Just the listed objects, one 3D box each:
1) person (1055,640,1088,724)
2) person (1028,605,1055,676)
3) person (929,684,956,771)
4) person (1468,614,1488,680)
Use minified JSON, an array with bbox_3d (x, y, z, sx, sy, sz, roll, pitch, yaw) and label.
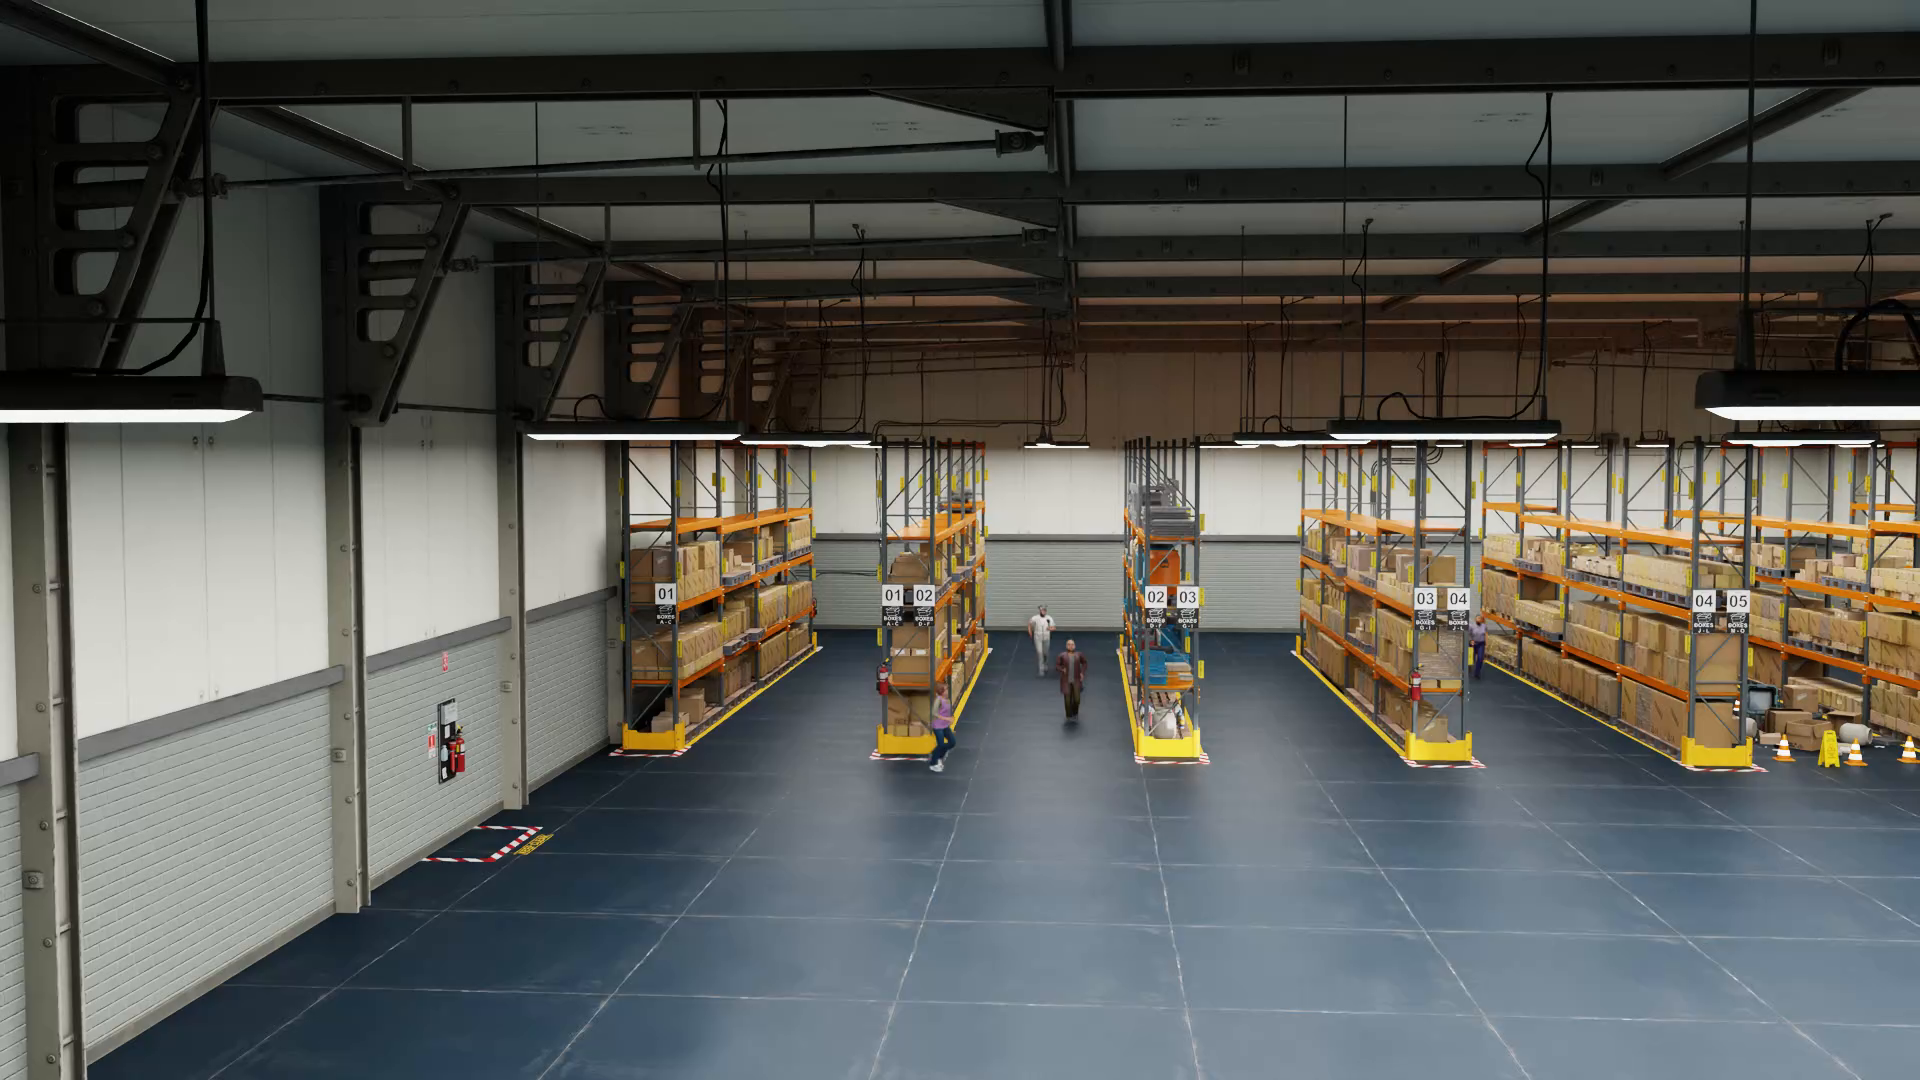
[{"bbox_3d":[2.339,2.982,34.839,0.692,1.772,0.684,0,3,1],"label":"person"},{"bbox_3d":[2.117,2.540,42.693,0.677,1.768,1.007,0,3,-7],"label":"person"},{"bbox_3d":[-0.303,3.346,29.685,0.564,1.567,0.546,2,3,28],"label":"person"},{"bbox_3d":[13.051,2.685,42.020,0.630,1.634,0.773,0,3,-2],"label":"person"}]
